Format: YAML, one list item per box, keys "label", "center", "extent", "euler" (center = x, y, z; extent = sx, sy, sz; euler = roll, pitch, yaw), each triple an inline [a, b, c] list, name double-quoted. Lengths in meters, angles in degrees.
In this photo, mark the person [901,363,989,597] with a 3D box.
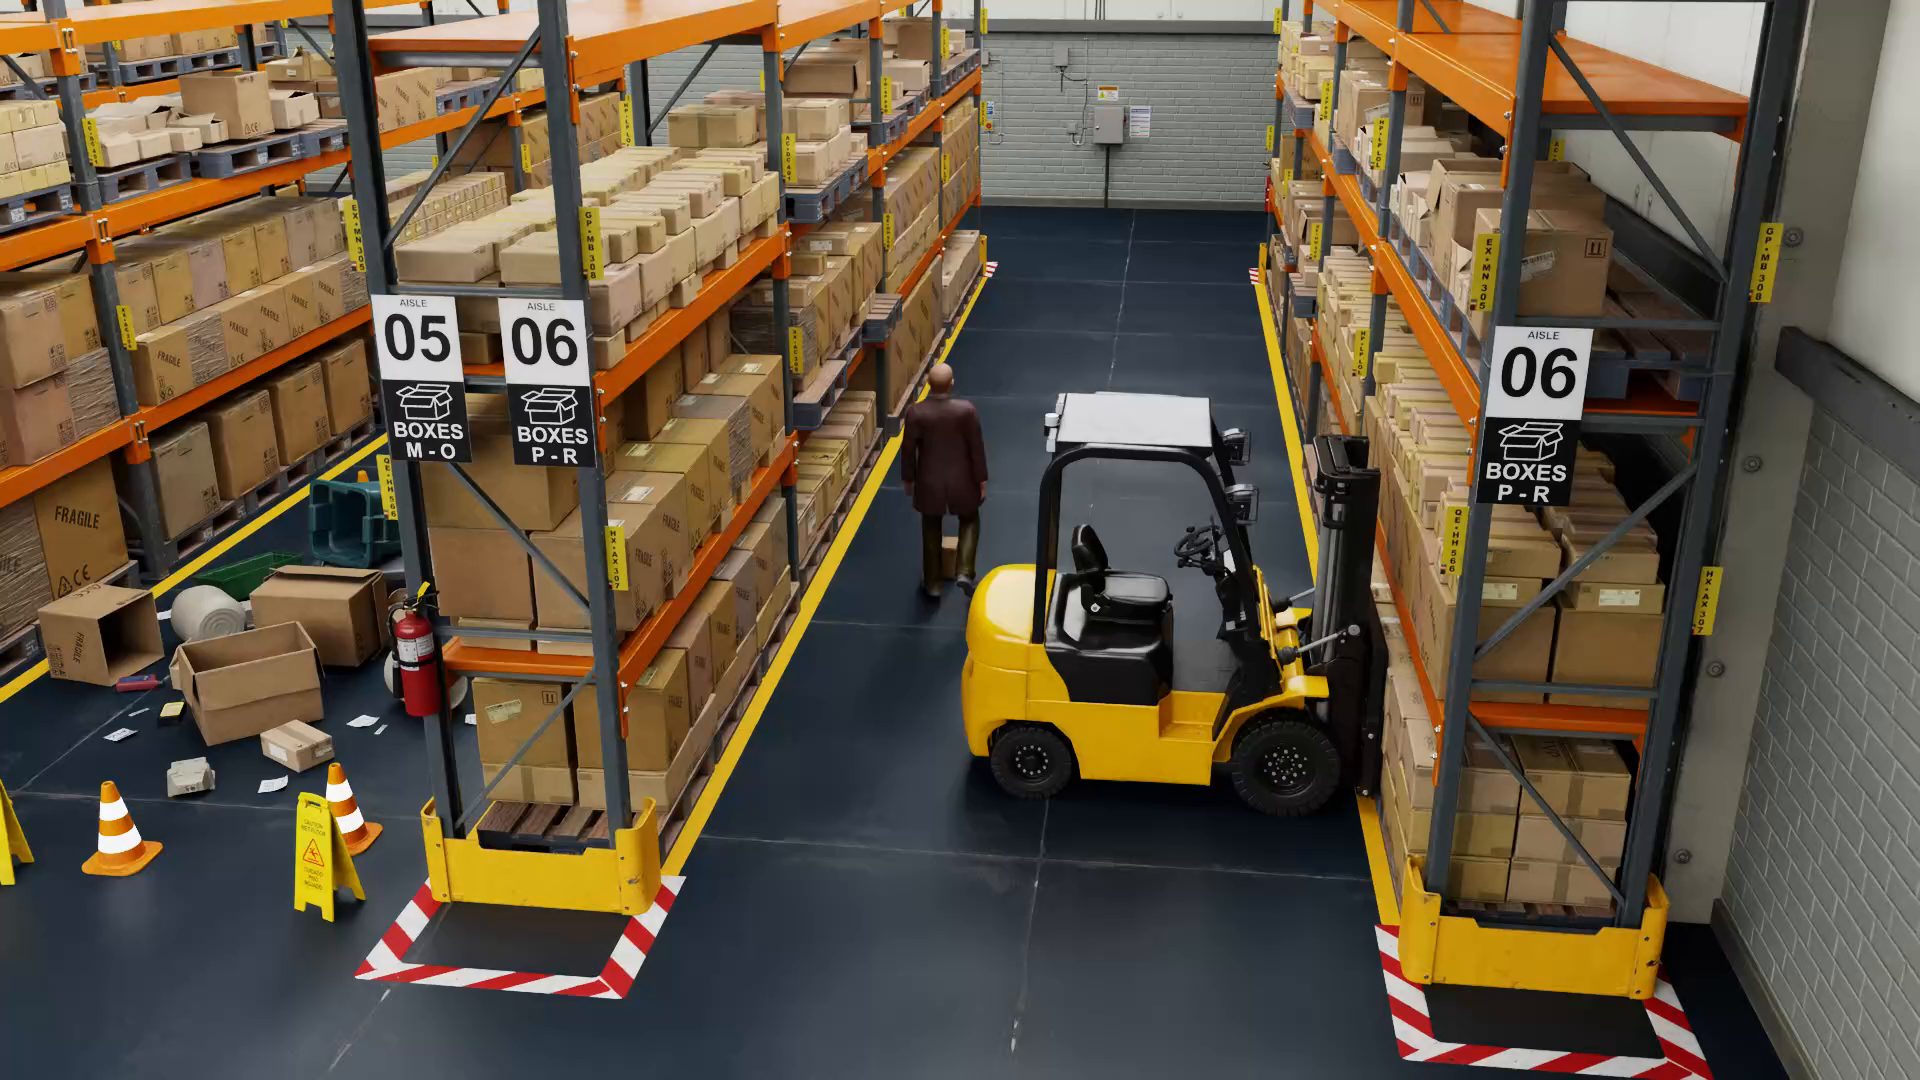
- label: "person"
  center: [-0.111, -0.426, 12.159]
  extent: [0.640, 1.798, 0.571]
  euler: [-1, 21, -2]
